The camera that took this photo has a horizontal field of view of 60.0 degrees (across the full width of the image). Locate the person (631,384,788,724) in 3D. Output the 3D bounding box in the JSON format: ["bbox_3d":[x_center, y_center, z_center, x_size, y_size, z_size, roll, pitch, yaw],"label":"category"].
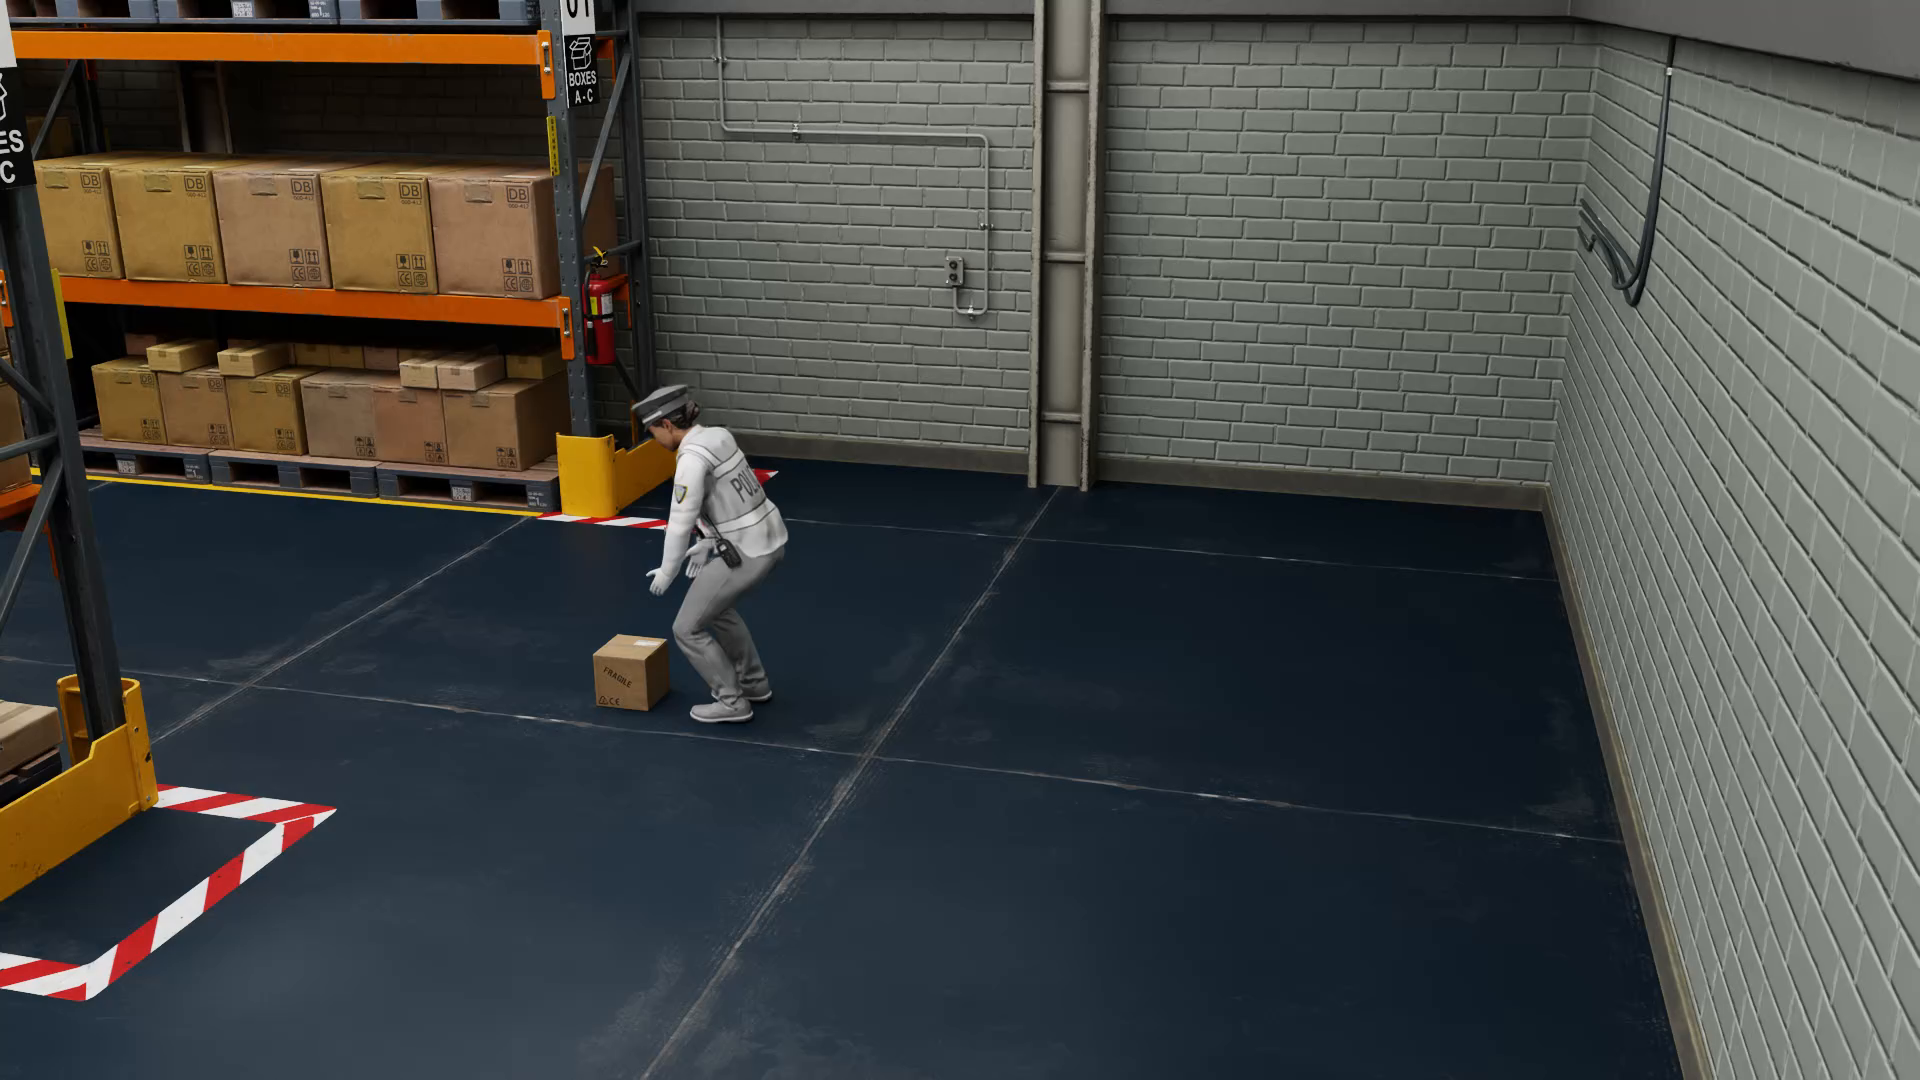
[{"bbox_3d":[-1.074,0.064,7.178,0.634,1.479,0.531,5,19,14],"label":"person"}]
